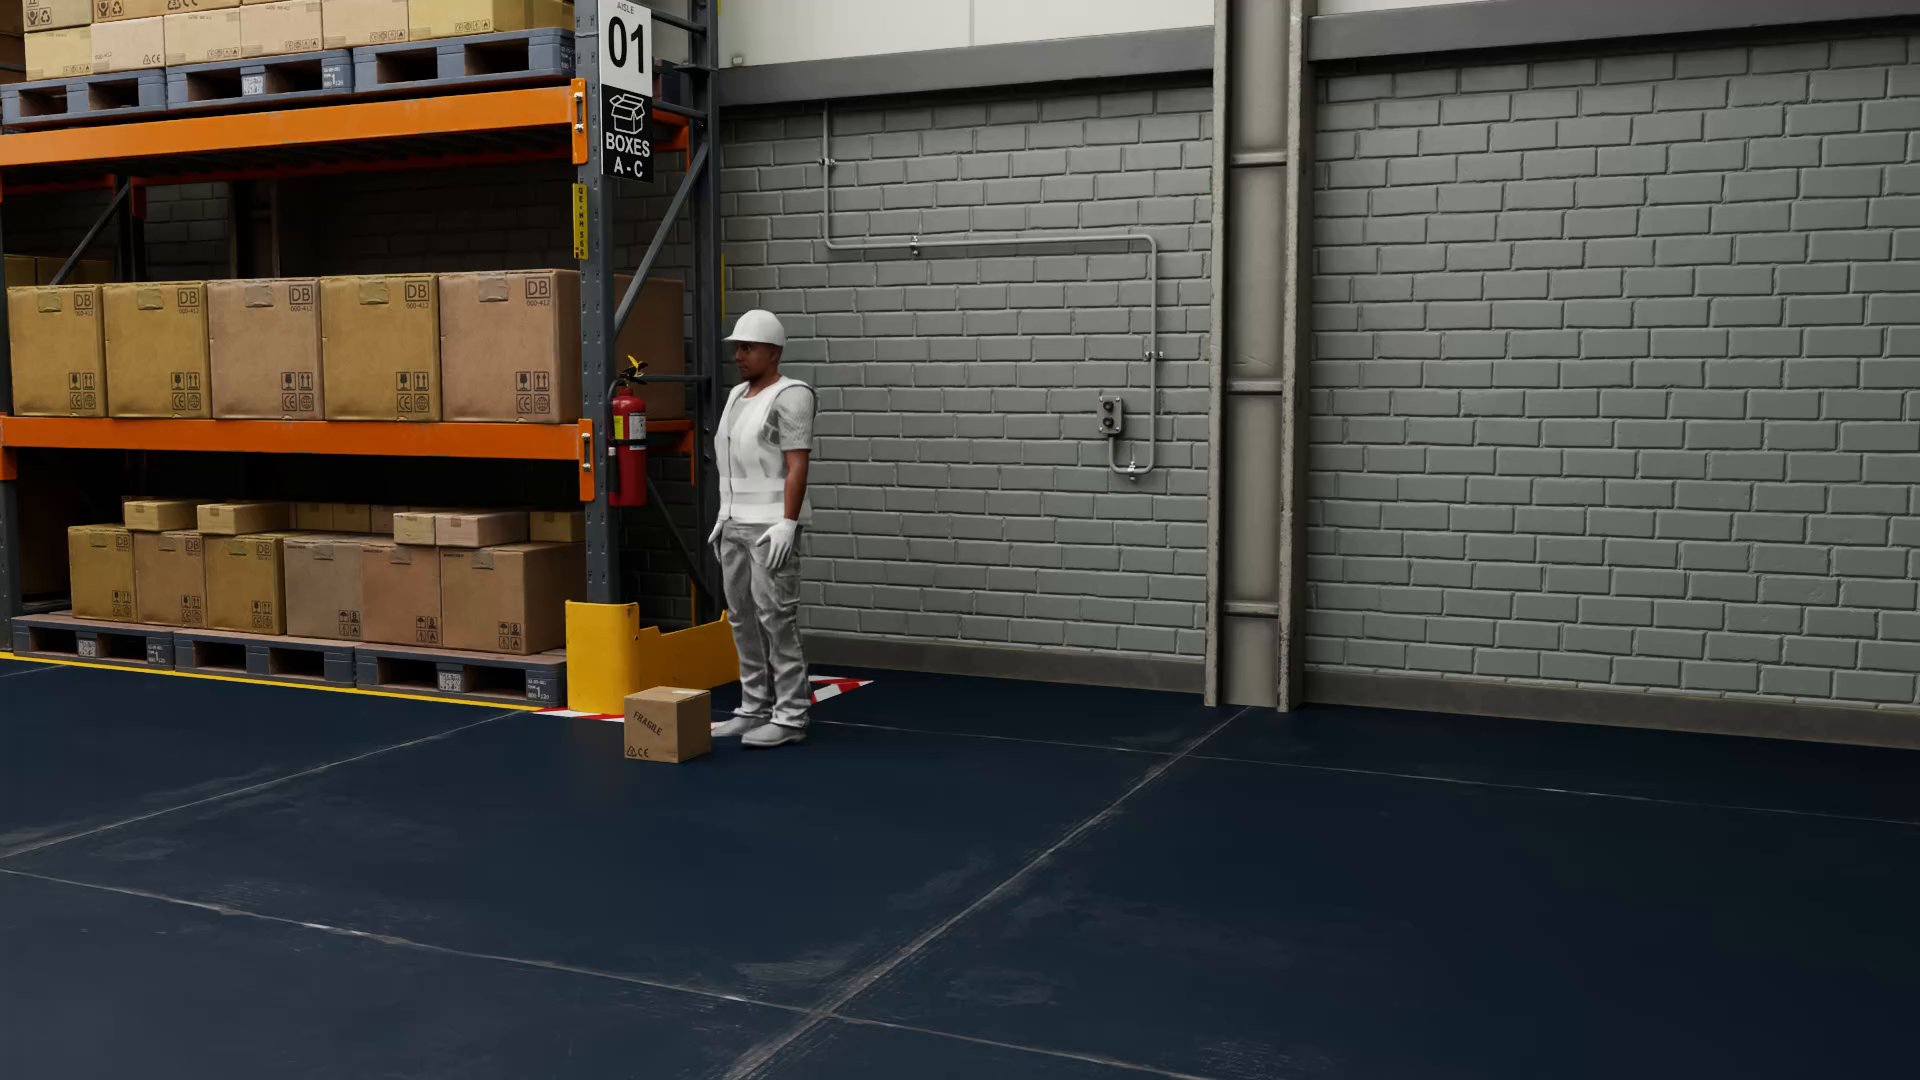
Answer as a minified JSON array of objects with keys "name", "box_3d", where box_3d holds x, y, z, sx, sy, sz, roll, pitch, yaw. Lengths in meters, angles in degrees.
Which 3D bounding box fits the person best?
[{"name":"person","box_3d":[-0.815,-0.039,6.892,0.356,1.812,0.550,-4,7,-38]}]
